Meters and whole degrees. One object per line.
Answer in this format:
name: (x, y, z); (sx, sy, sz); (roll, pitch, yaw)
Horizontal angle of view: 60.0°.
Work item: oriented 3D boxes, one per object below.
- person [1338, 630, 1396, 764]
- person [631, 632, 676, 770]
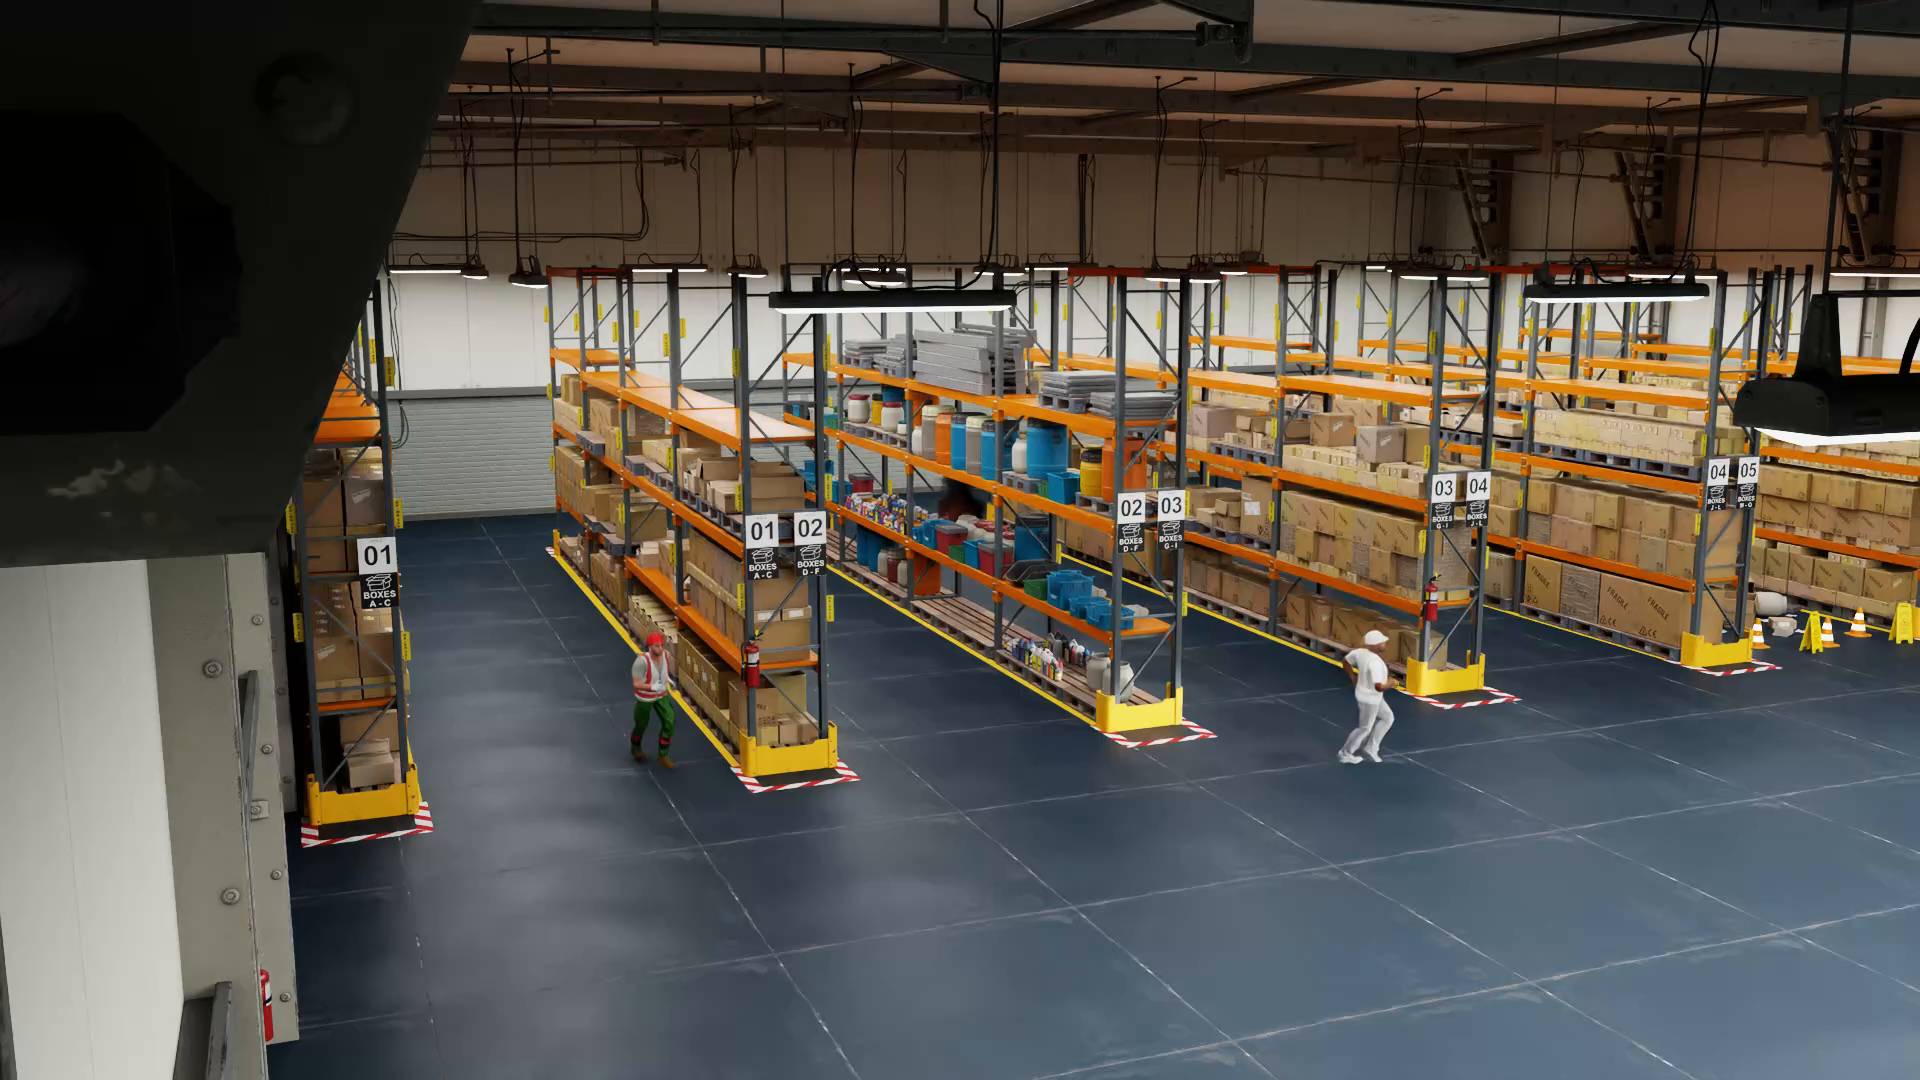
person: (5.023, 1.960, 20.429); (0.679, 1.762, 0.659); (1, 10, 7)
person: (-3.779, 1.955, 20.499); (0.691, 1.747, 0.948); (-7, 12, -36)
